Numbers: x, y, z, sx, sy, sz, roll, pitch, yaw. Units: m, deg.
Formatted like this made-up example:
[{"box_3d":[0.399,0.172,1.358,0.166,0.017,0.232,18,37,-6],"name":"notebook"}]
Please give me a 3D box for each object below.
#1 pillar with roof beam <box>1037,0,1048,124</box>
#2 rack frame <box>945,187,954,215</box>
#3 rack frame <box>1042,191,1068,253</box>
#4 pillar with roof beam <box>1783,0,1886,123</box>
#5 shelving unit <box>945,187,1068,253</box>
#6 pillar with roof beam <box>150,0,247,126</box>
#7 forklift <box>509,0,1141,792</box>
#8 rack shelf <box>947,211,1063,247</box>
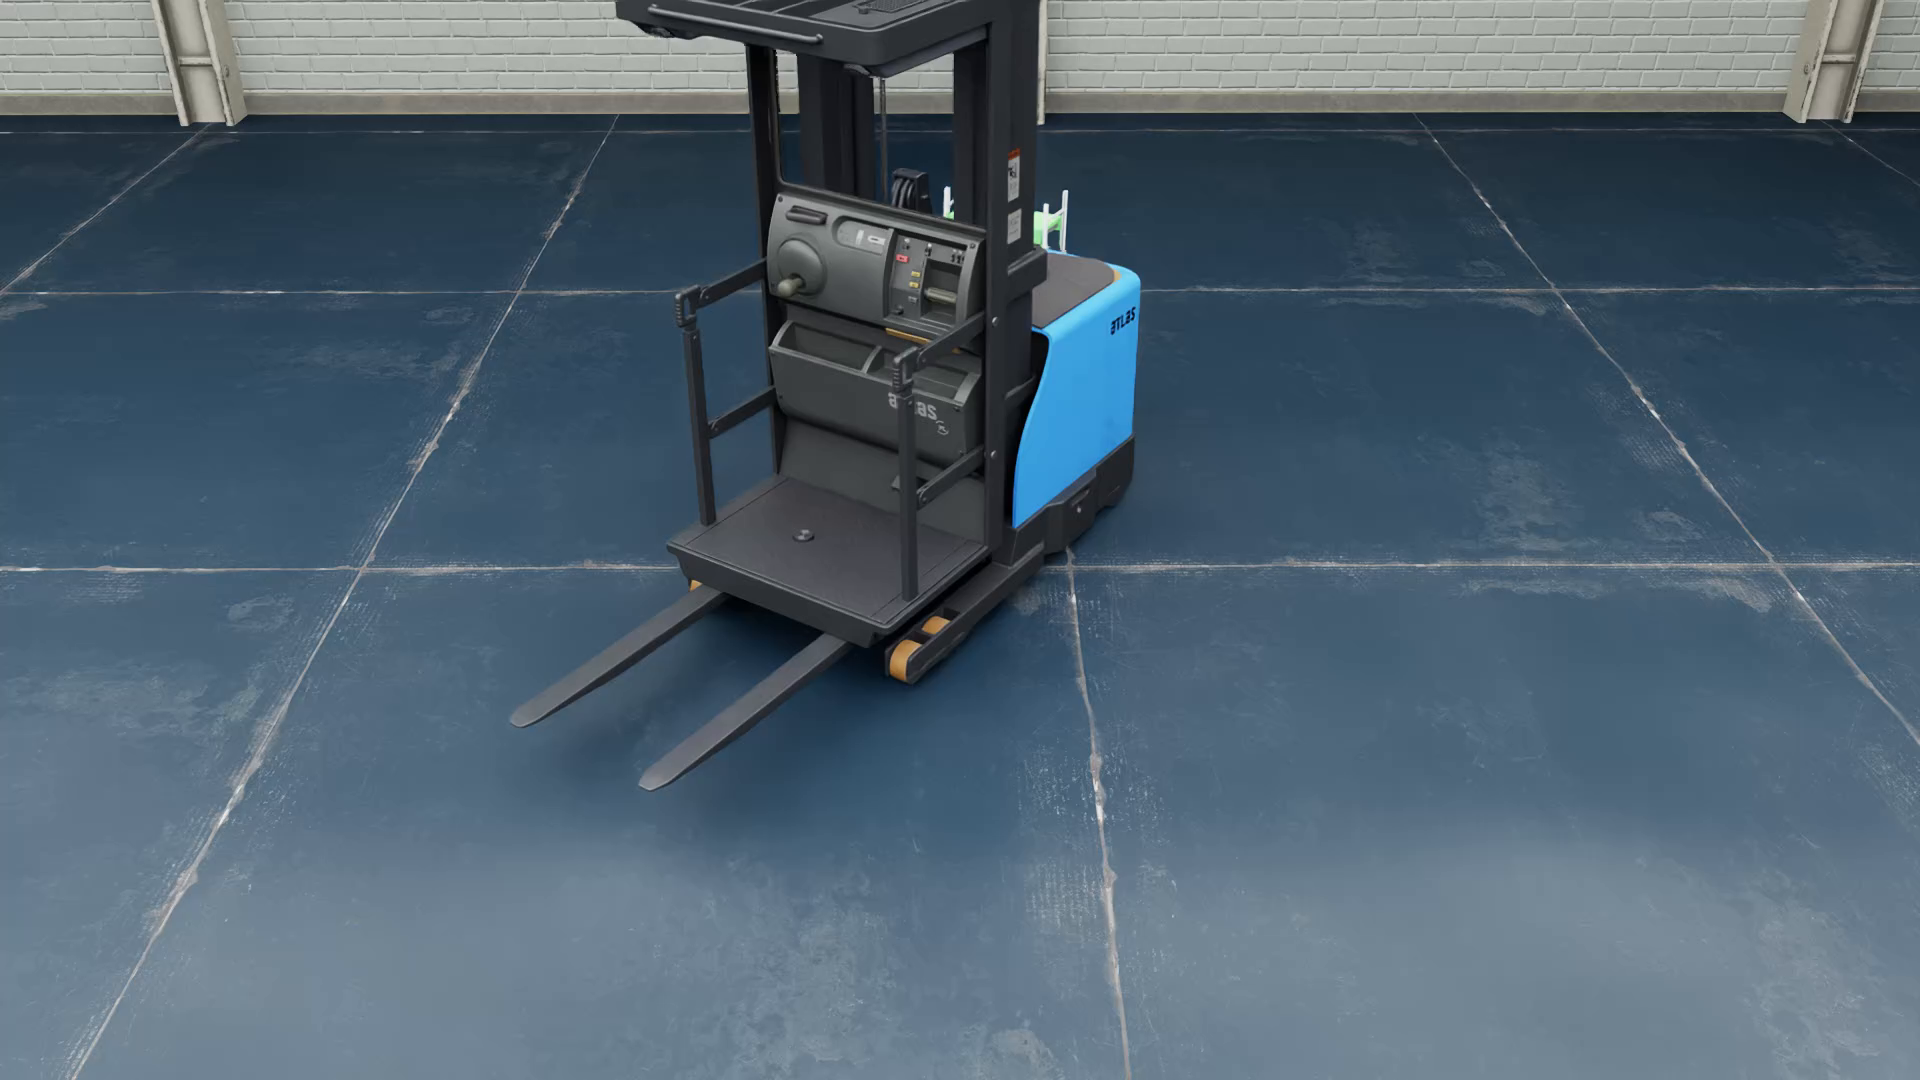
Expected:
[{"box_3d":[0.456,-4.777,6.449,0.400,9.000,9.100,0,31,0],"name":"pillar with roof beam"},{"box_3d":[-0.020,-1.122,7.930,0.015,1.200,0.240,14,31,22],"name":"rack frame"},{"box_3d":[0.418,-1.010,7.747,0.015,1.200,0.240,14,31,22],"name":"rack frame"},{"box_3d":[6.456,-4.796,6.480,0.400,9.000,9.100,0,31,0],"name":"pillar with roof beam"},{"box_3d":[0.199,-1.066,7.839,0.503,1.200,0.258,14,31,22],"name":"shelving unit"},{"box_3d":[-5.544,-4.759,6.418,0.400,9.000,9.100,0,31,0],"name":"pillar with roof beam"},{"box_3d":[-0.451,-0.987,6.050,1.130,2.935,3.031,19,36,28],"name":"forklift"},{"box_3d":[0.207,-1.430,7.638,0.480,0.148,0.258,14,31,22],"name":"rack shelf"}]
